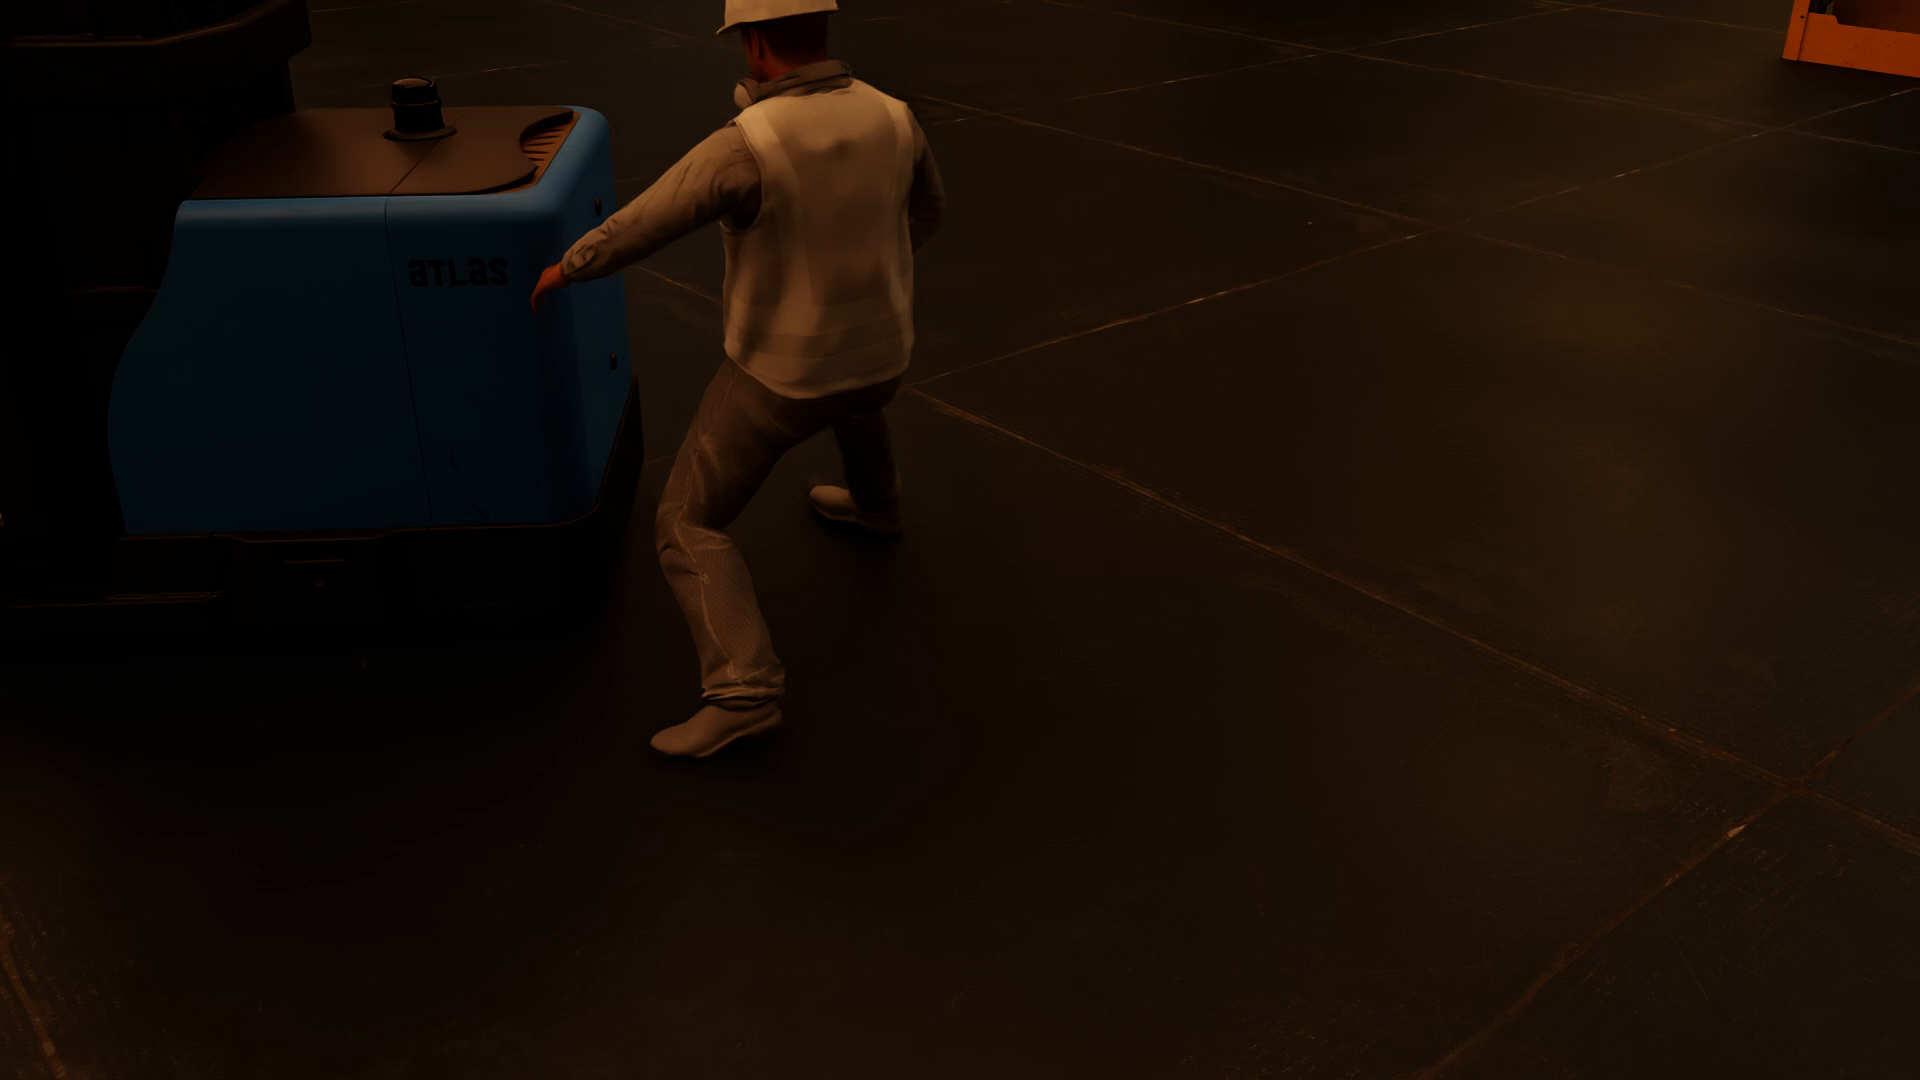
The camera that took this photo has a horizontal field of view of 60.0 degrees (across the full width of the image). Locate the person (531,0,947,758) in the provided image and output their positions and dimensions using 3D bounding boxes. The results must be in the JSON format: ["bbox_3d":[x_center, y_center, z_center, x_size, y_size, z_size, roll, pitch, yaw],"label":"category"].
[{"bbox_3d":[-0.439,-0.498,3.759,1.052,1.619,0.952,-18,32,-32],"label":"person"}]

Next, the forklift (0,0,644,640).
[{"bbox_3d":[-2.400,-1.259,3.740,3.031,2.935,1.130,-2,26,-3],"label":"forklift"}]
